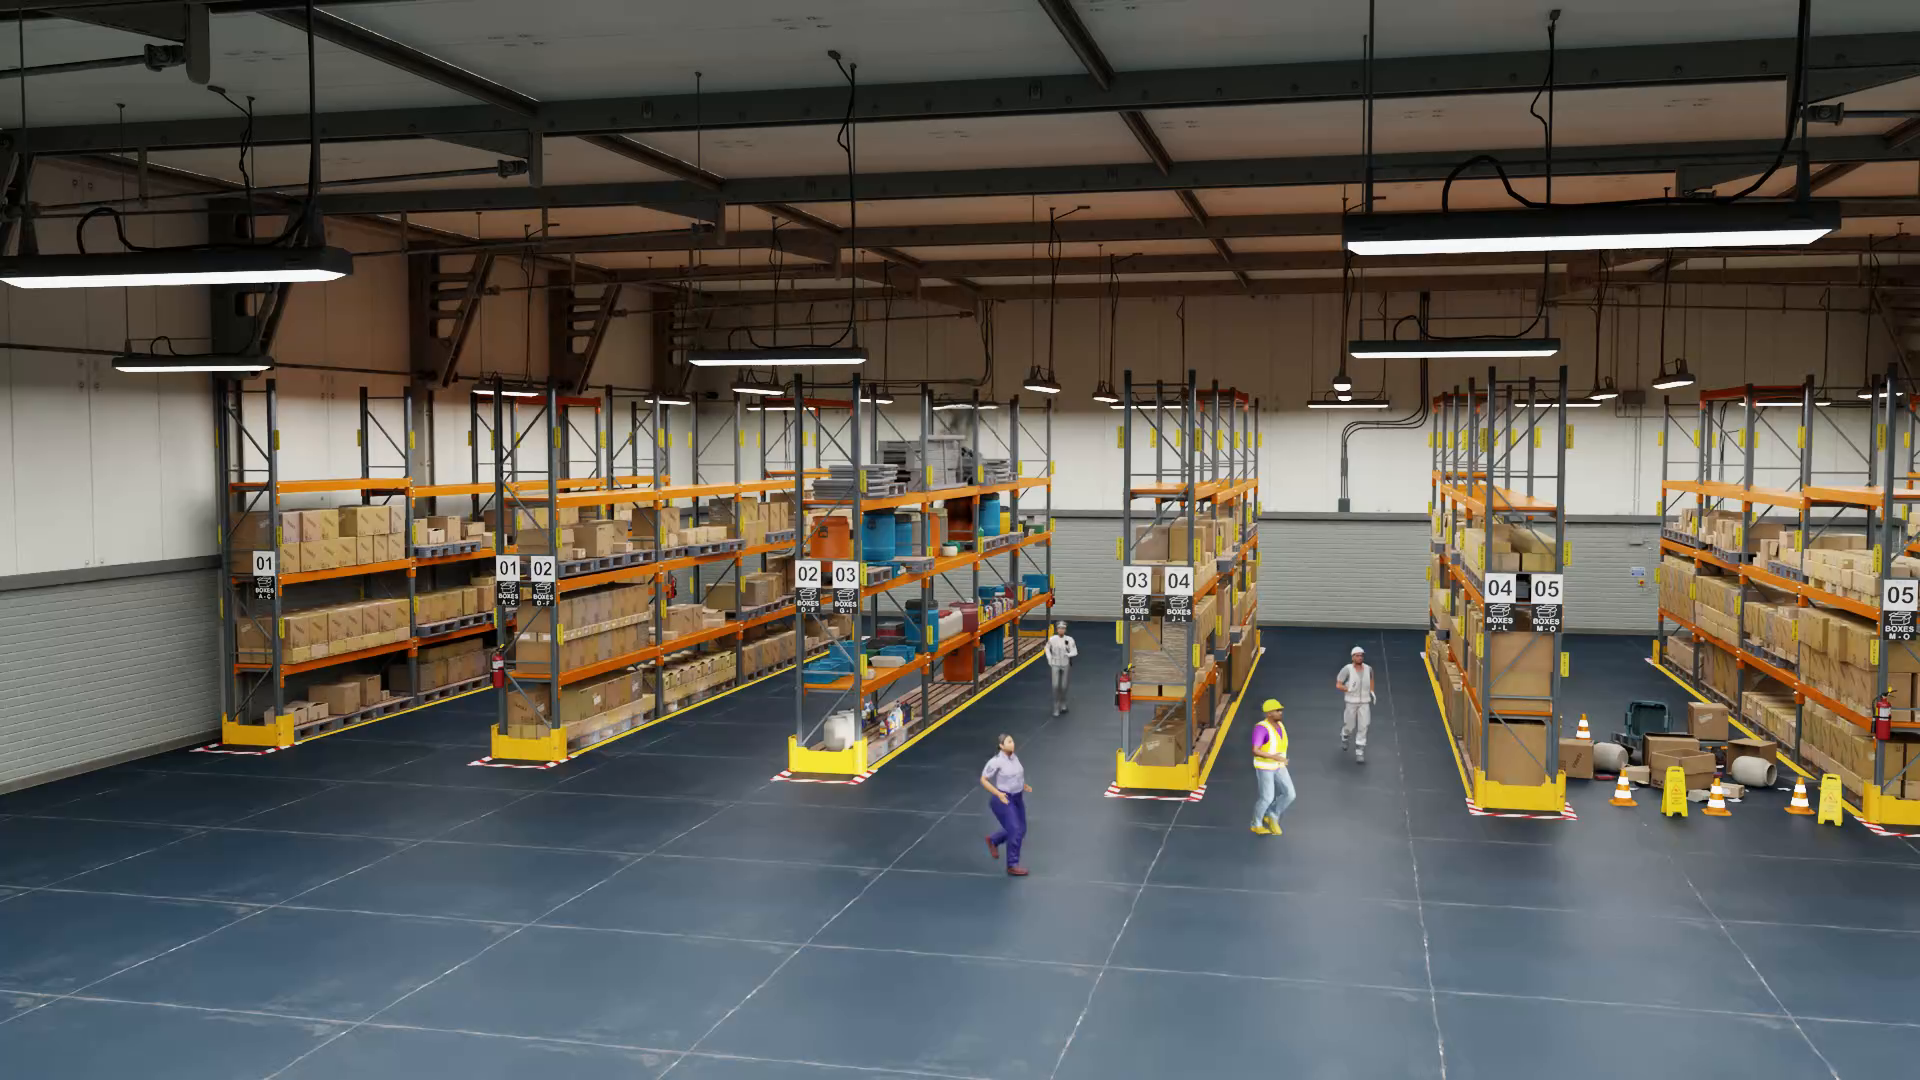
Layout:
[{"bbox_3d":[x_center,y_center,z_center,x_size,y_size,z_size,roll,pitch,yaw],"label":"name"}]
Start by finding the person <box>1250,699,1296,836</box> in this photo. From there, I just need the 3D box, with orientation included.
[{"bbox_3d":[3.931,2.873,20.918,0.666,1.751,0.670,-3,4,-39],"label":"person"}]

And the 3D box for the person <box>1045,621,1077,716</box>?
[{"bbox_3d":[1.844,2.344,30.432,0.601,1.757,0.661,0,3,6],"label":"person"}]

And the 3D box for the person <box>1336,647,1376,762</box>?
[{"bbox_3d":[6.196,2.548,26.031,0.664,1.764,0.847,0,3,-4],"label":"person"}]

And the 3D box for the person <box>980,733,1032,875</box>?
[{"bbox_3d":[0.518,3.081,19.303,0.727,1.523,0.615,3,4,39],"label":"person"}]
